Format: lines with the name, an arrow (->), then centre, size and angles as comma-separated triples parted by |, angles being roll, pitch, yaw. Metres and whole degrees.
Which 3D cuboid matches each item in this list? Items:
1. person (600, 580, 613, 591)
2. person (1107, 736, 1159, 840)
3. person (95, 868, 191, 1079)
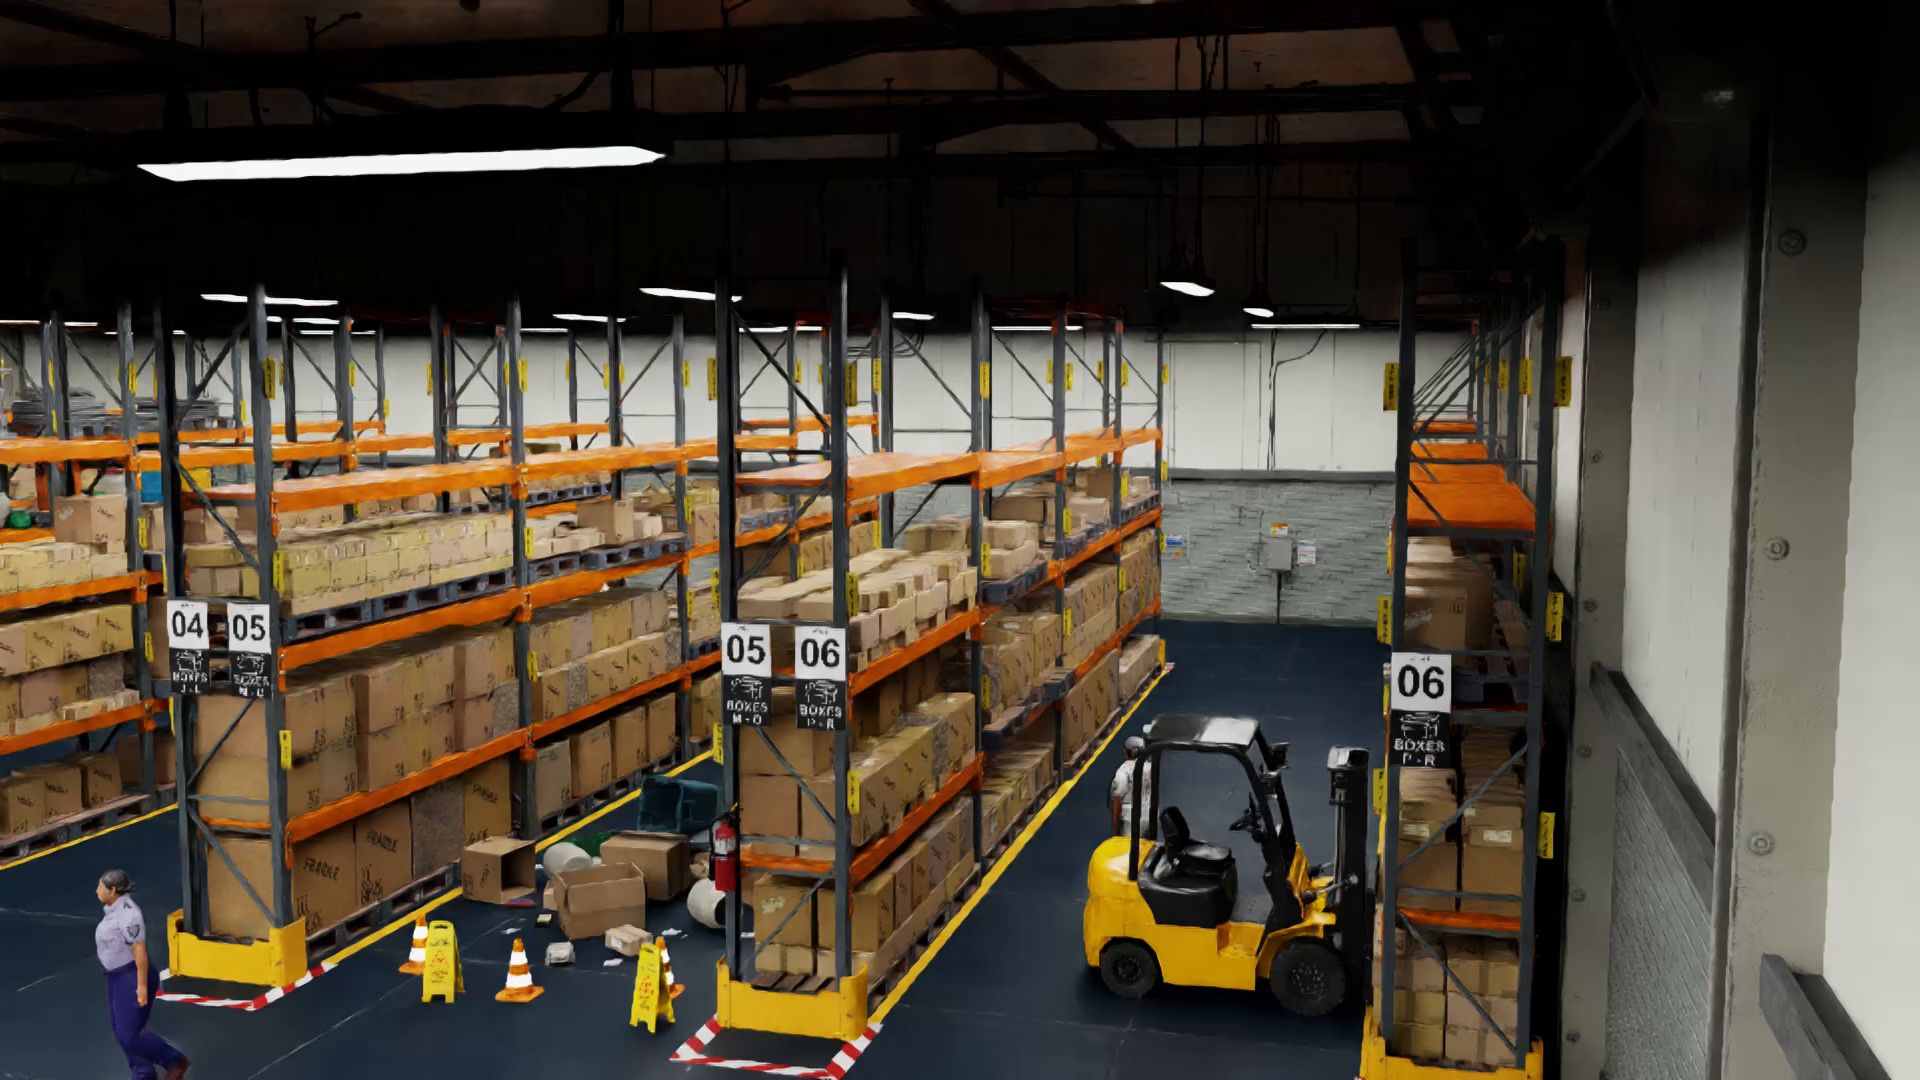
person -> -5.715, 1.378, 27.257 | 0.446, 1.782, 0.674 | 0, 6, 2
person -> 1.622, 2.669, 15.735 | 0.591, 1.659, 0.547 | -6, 8, -43
person -> -5.795, 3.115, 11.785 | 0.535, 1.637, 0.556 | -5, 8, -37
